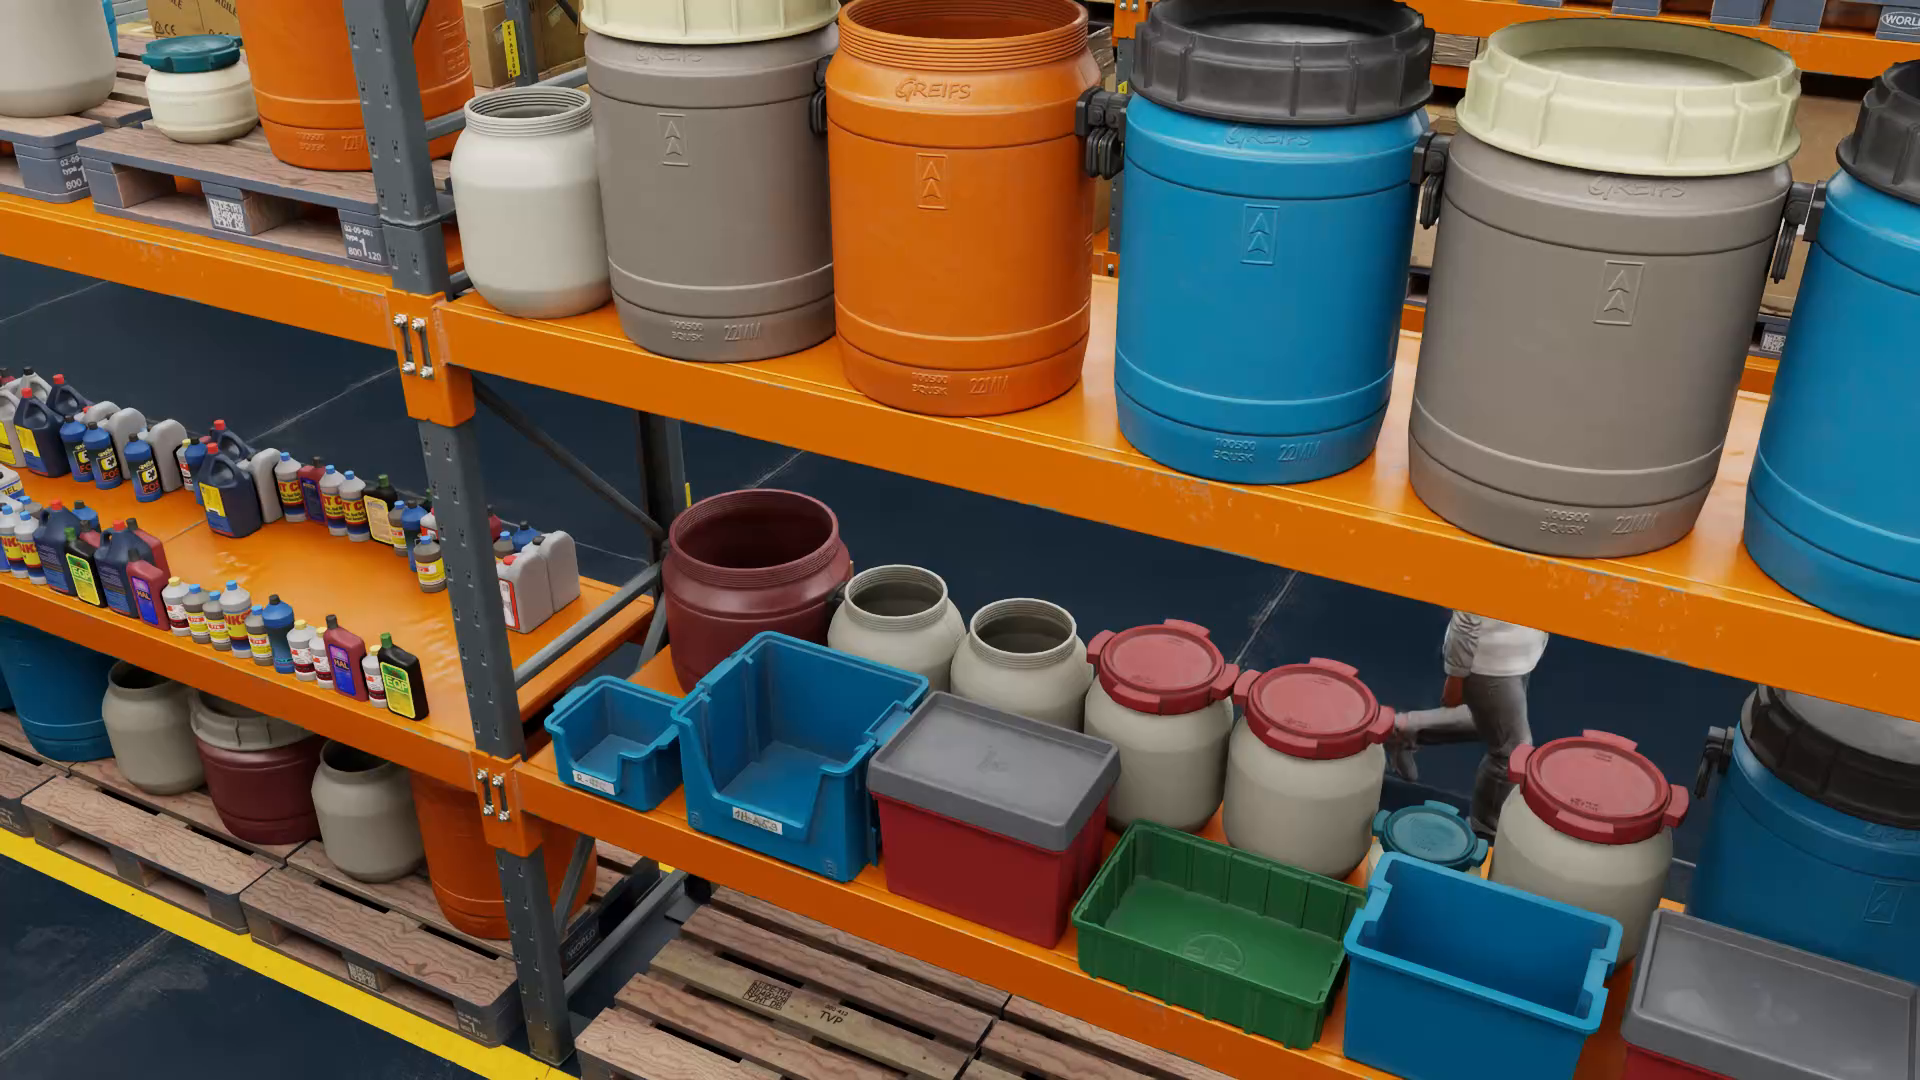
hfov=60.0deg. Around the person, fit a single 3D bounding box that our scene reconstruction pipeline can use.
[{"bbox_3d":[2.005,0.410,6.362,0.786,1.750,0.530,17,34,27],"label":"person"}]
